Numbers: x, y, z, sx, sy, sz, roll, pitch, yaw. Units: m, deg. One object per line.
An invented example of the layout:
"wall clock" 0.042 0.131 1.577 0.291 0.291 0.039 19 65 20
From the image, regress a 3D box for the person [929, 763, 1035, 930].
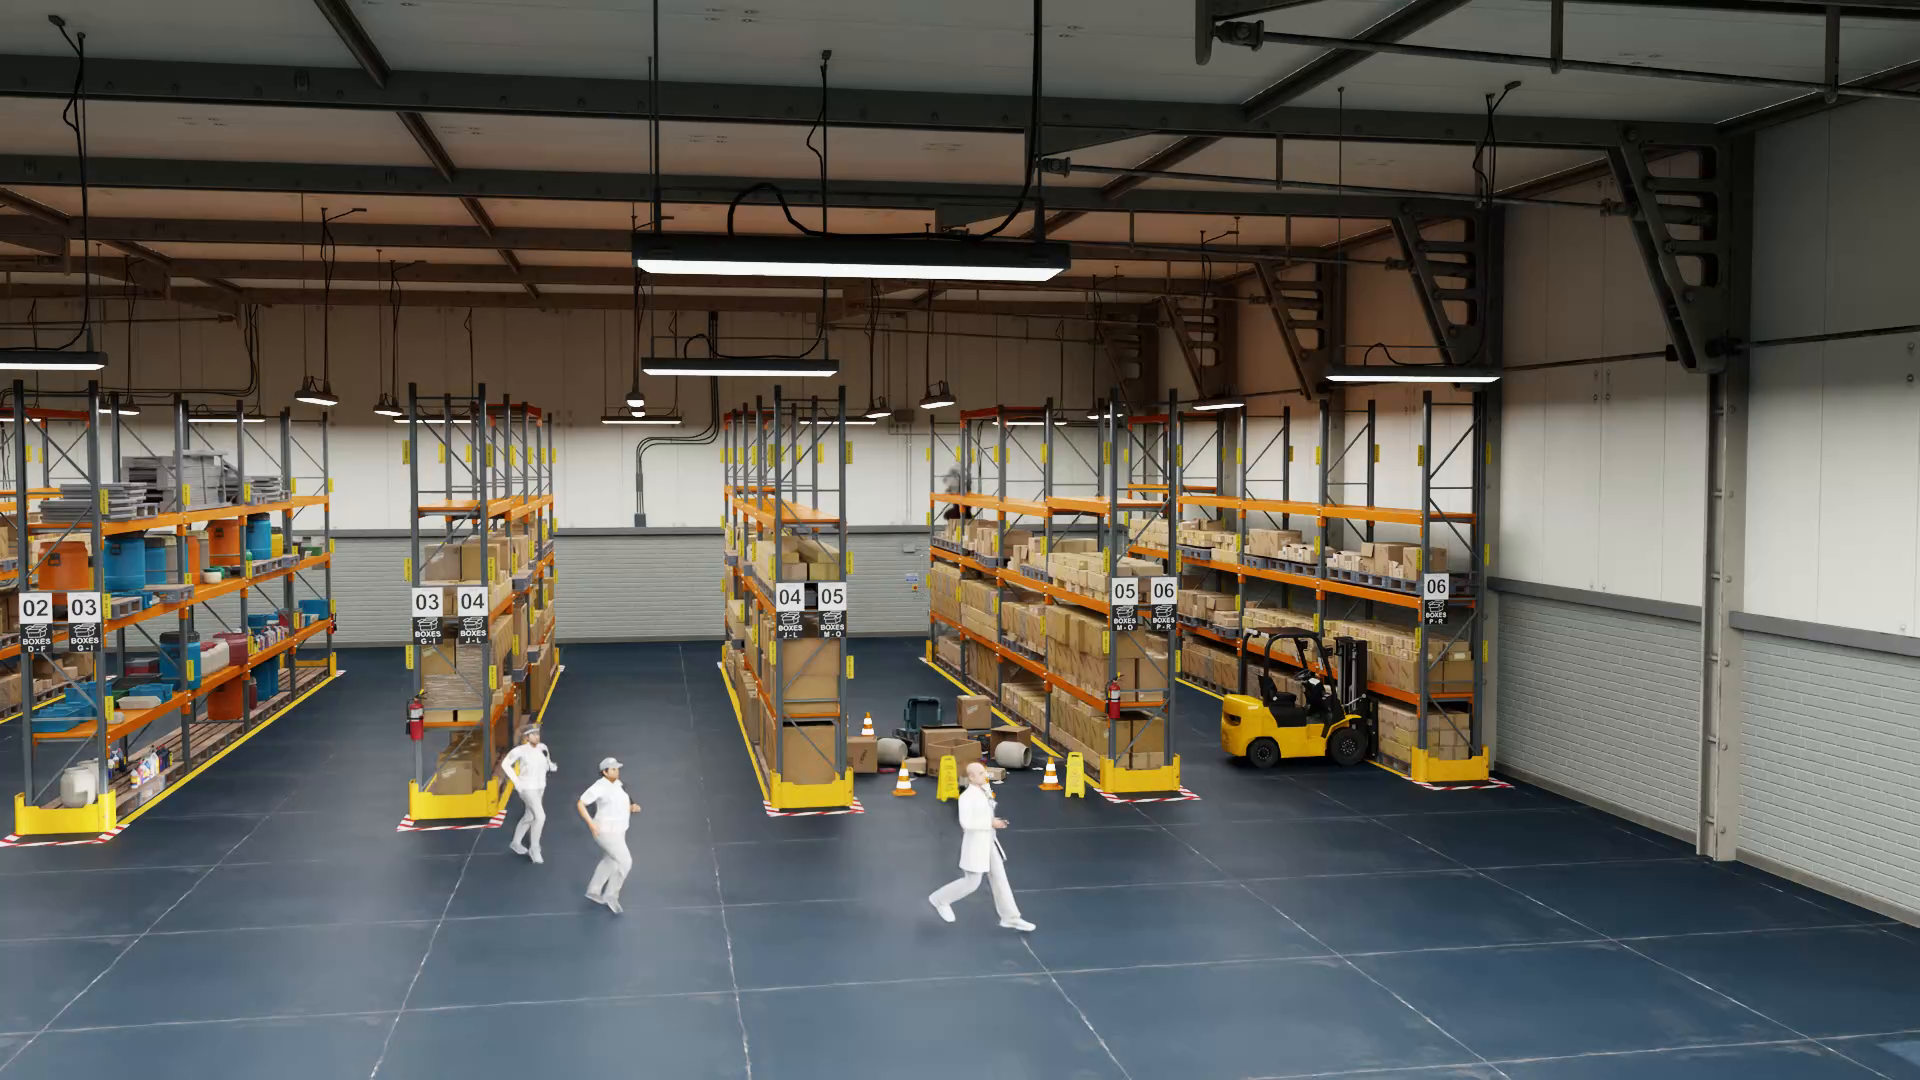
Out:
"person" 0.230 3.203 17.473 1.154 1.736 0.727 1 3 26

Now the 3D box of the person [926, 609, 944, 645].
"person" -0.627 2.037 41.864 0.581 1.686 0.777 1 3 17

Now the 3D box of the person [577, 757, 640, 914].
"person" -3.848 3.250 18.329 0.709 1.708 0.571 1 3 15

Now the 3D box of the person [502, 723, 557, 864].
"person" -5.302 3.127 20.626 0.738 1.760 0.579 2 3 32
